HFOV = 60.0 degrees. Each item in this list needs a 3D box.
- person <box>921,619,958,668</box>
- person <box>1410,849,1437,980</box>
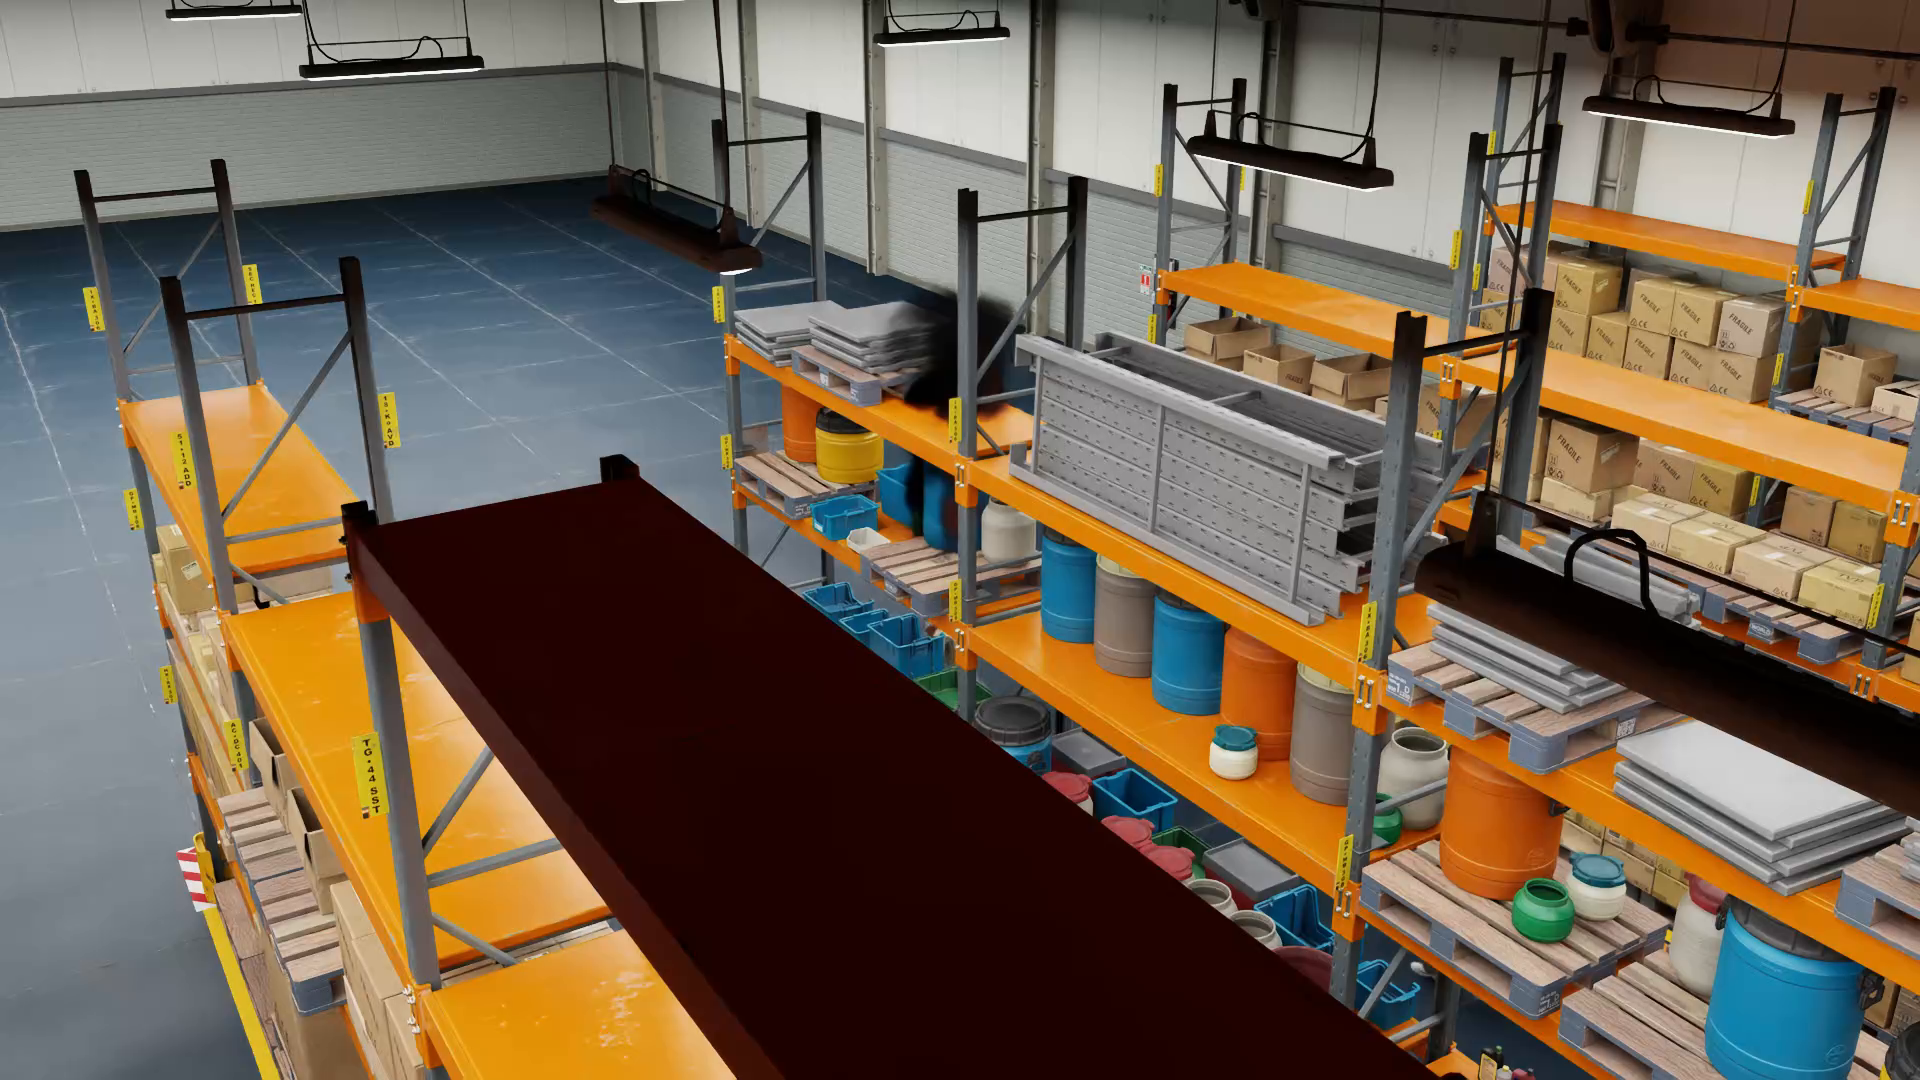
[{"bbox_3d":[-0.158,0.927,16.732,0.872,1.771,0.685,17,27,36],"label":"person"},{"bbox_3d":[3.648,2.679,12.582,0.629,1.605,0.560,18,28,37],"label":"person"}]
